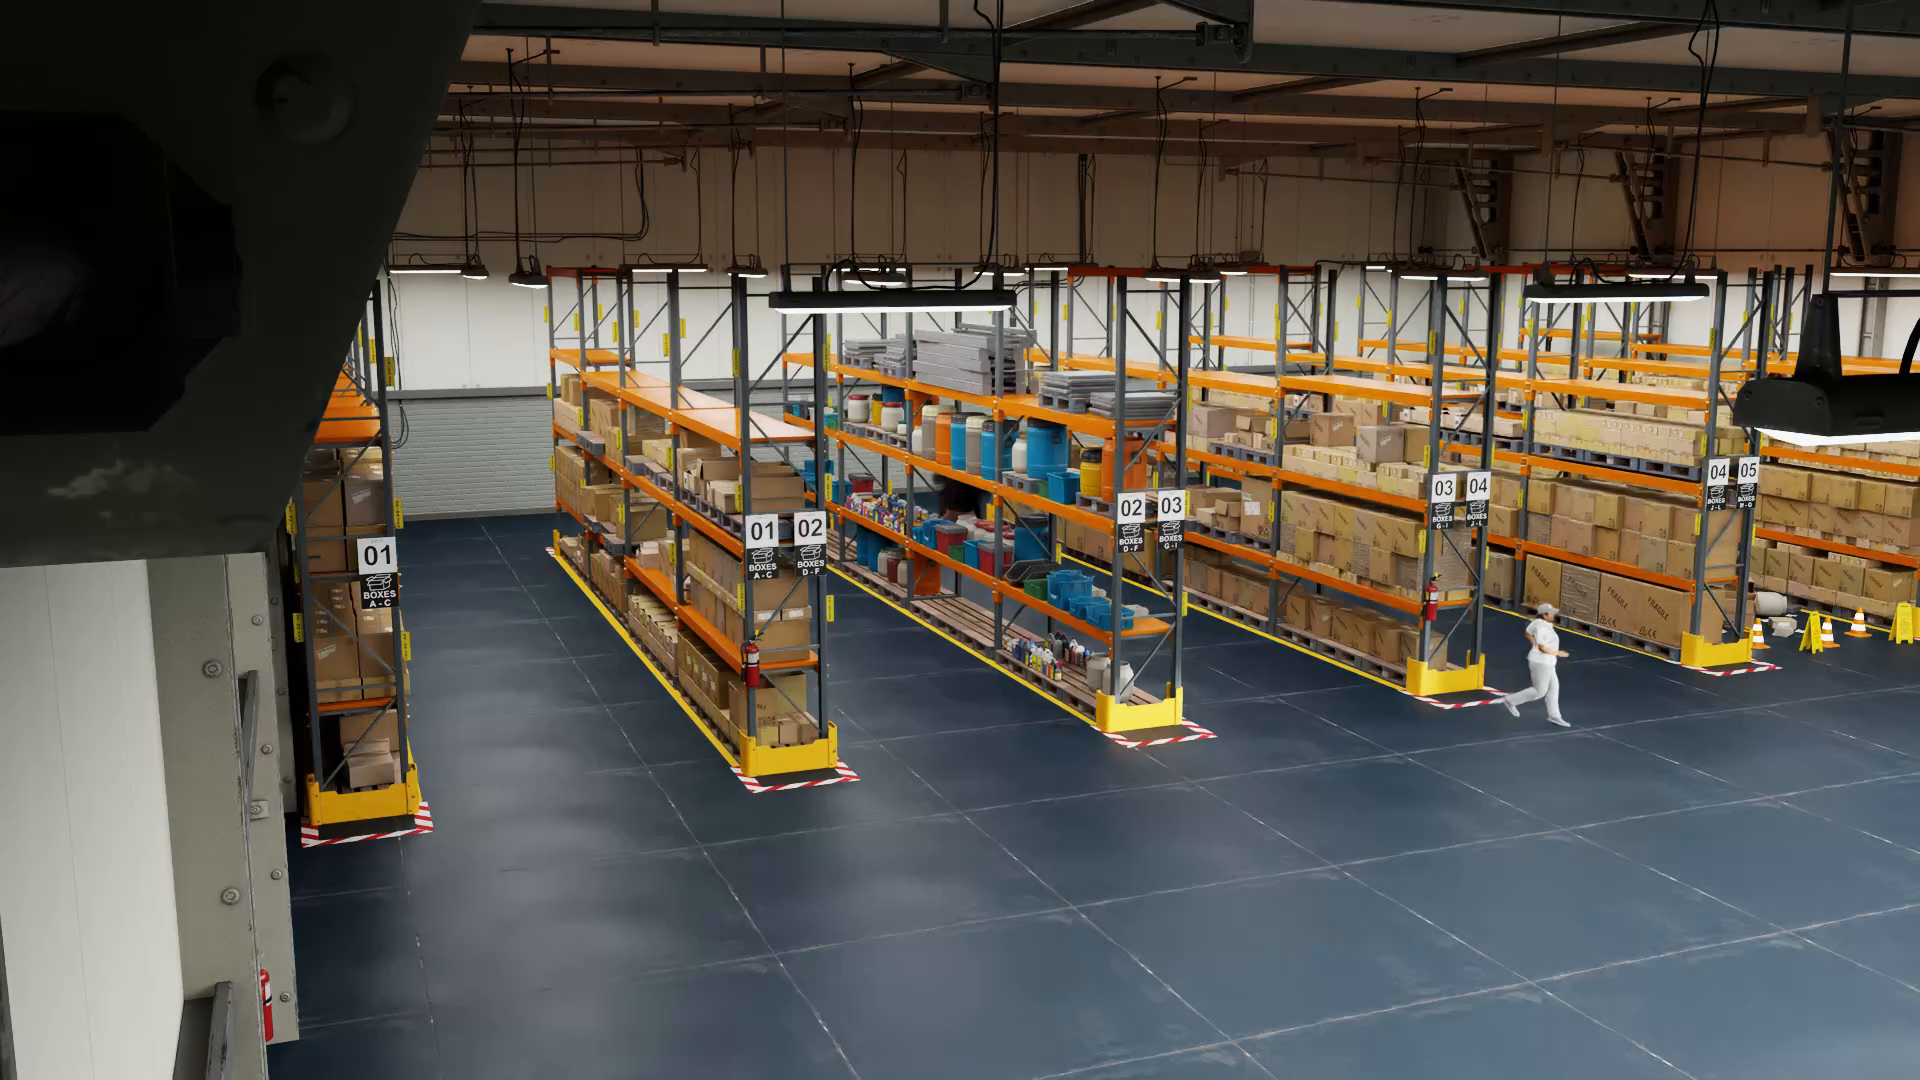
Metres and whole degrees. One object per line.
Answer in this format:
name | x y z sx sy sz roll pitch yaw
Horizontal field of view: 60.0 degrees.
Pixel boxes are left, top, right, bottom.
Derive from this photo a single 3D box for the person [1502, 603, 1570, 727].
person | 7.781 1.675 22.345 0.888 1.687 0.625 3 10 16
